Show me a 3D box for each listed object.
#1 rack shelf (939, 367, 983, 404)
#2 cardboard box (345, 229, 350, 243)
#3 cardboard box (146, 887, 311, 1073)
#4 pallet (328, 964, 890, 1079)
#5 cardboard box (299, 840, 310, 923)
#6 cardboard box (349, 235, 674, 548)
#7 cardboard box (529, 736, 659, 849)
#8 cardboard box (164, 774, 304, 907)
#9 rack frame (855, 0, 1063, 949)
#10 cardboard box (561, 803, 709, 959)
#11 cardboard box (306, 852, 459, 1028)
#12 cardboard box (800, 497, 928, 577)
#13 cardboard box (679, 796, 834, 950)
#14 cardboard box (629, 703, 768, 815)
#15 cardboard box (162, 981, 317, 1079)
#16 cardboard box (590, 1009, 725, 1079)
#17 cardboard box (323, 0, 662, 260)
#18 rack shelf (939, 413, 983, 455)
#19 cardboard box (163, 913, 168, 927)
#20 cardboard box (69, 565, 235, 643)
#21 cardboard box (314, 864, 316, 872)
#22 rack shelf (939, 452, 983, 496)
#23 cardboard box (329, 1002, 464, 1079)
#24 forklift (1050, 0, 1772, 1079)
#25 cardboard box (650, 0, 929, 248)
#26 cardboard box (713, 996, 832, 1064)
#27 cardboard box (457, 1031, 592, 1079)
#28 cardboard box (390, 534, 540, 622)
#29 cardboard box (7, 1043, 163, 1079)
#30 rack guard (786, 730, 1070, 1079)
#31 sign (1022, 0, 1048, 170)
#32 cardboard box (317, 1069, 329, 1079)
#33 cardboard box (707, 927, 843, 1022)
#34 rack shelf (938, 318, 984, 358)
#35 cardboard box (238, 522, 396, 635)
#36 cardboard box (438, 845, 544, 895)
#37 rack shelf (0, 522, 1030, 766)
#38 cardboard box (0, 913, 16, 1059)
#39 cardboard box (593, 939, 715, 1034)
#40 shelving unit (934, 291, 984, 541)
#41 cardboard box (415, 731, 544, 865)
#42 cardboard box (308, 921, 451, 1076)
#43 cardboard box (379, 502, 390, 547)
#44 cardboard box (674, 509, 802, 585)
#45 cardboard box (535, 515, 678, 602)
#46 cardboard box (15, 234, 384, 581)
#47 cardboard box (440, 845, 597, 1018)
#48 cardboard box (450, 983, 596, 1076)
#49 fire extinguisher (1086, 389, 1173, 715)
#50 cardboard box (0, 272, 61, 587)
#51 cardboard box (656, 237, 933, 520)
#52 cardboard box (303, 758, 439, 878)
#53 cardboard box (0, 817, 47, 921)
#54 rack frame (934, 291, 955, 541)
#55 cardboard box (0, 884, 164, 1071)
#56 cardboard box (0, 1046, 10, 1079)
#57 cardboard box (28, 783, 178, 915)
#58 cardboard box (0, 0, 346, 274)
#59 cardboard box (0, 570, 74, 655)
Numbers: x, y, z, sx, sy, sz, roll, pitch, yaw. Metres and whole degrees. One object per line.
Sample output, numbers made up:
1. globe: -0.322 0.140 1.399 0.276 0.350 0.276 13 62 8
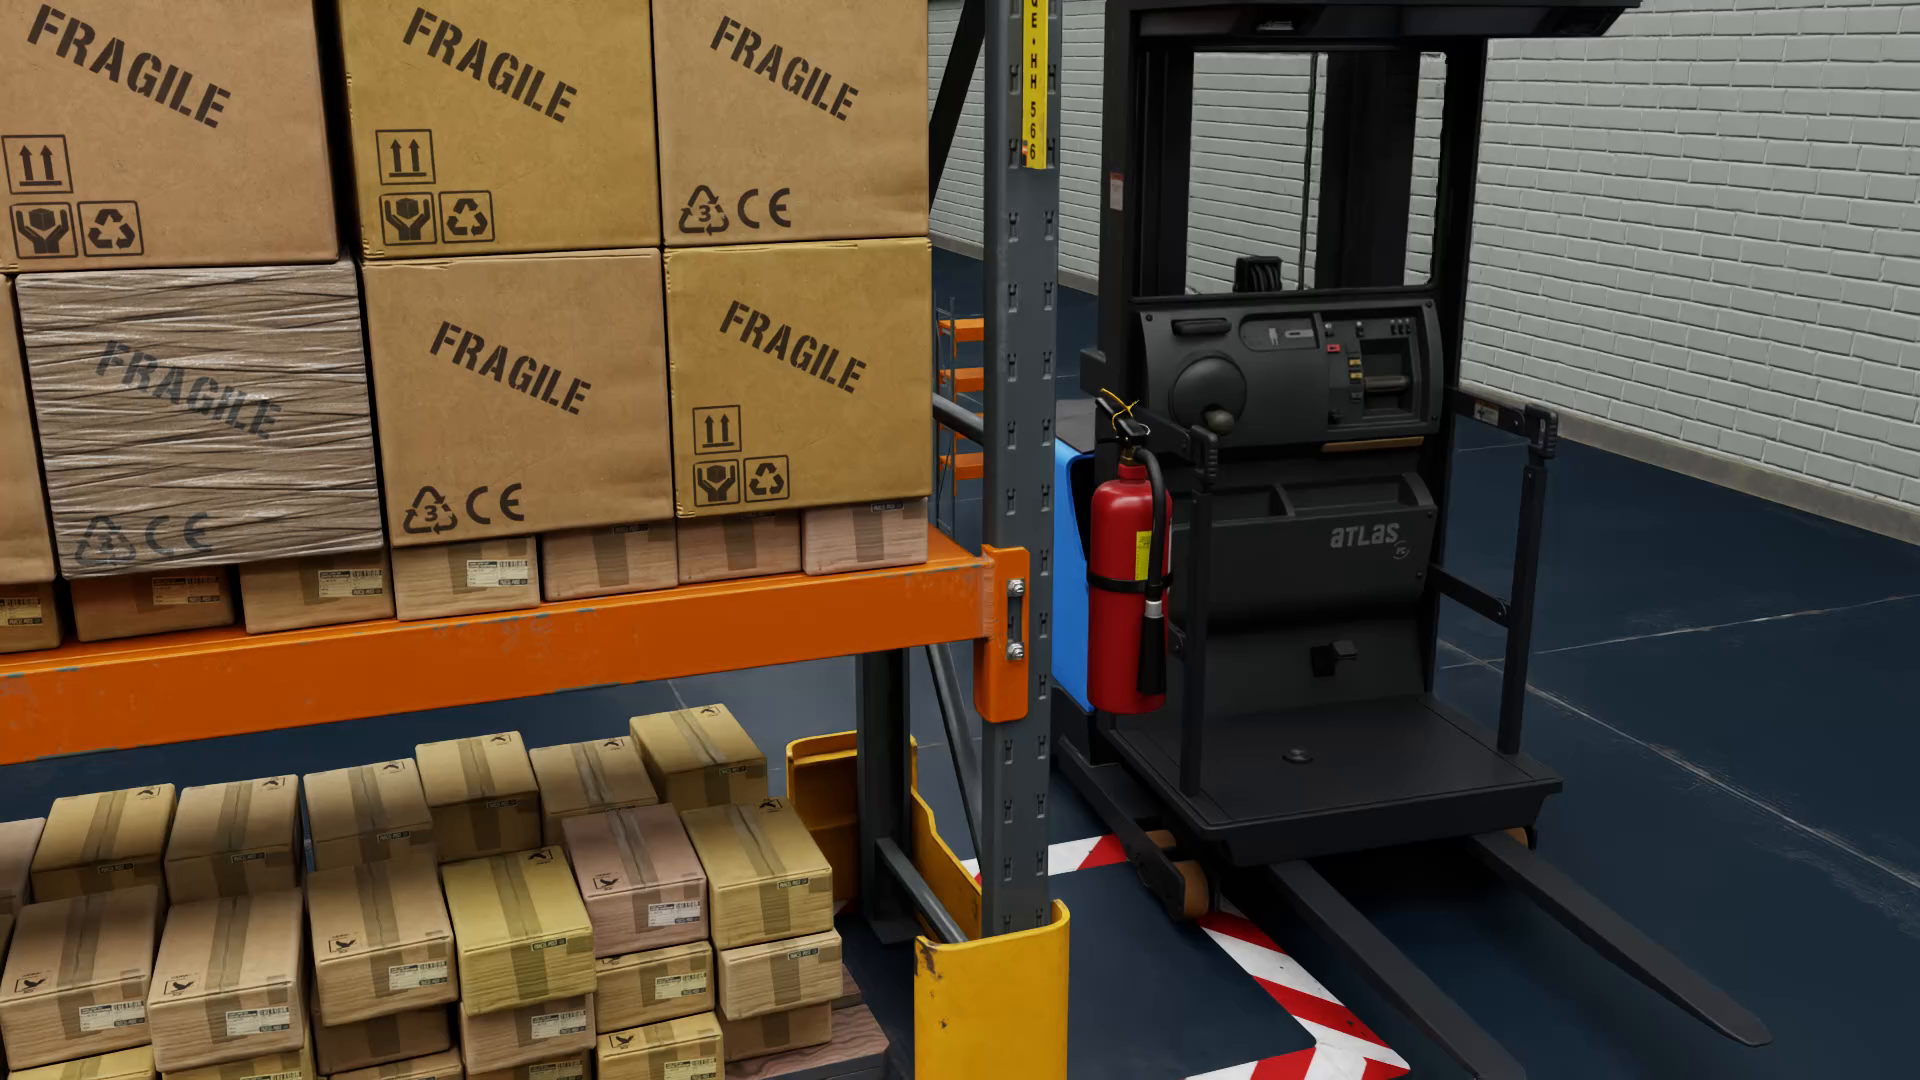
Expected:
1. rack shelf: 0.155 -0.742 7.942 0.480 0.148 0.258 -6 17 -20
2. cardboard box: -1.052 -0.445 3.585 0.500 0.500 0.500 -6 17 -20
3. cardboard box: -1.393 0.834 3.192 0.250 0.149 0.380 -5 17 -18
4. pallet: -0.885 1.131 3.874 1.213 0.211 1.003 -6 17 -20
5. cardboard box: -1.589 0.831 3.731 0.250 0.149 0.380 -7 18 -23
6. cardboard box: -0.853 -0.315 3.141 0.500 0.500 0.500 -6 18 -21
7. cardboard box: -0.868 0.616 3.935 0.250 0.149 0.380 -6 17 -19
8. cardboard box: -1.613 0.680 3.717 0.250 0.149 0.380 -5 17 -18
9. rack frame: -0.043 -0.288 3.754 0.127 3.000 1.000 -6 17 -20
10. cardboard box: -0.702 0.724 3.569 0.250 0.149 0.380 -6 17 -19
11. cardboard box: -1.162 0.792 3.334 0.250 0.149 0.380 -7 18 -22
12. cardboard box: -0.246 -0.060 3.424 0.250 0.149 0.380 -6 17 -20
13. cardboard box: -0.446 0.713 3.604 0.250 0.149 0.380 -6 17 -19
14. cardboard box: -0.654 0.557 4.137 0.250 0.149 0.380 -7 18 -23
15. cardboard box: -1.397 0.973 3.249 0.250 0.149 0.380 -6 17 -19
16. cardboard box: -0.664 1.039 3.550 0.250 0.149 0.380 -6 17 -18
17. cardboard box: -0.854 -0.795 3.003 0.500 0.500 0.500 -7 18 -22
18. rack shelf: 0.155 -0.528 8.005 0.480 0.148 0.258 -6 17 -20
19. cardboard box: -1.827 0.869 3.601 0.250 0.149 0.380 -5 17 -17
20. cardboard box: -1.480 0.047 3.061 0.250 0.149 0.380 -7 18 -22
21. cardboard box: -1.375 0.779 3.907 0.250 0.149 0.380 -6 17 -18
22. rack shelf: 0.155 -0.337 8.061 0.480 0.148 0.258 -6 17 -20
23. cardboard box: -1.167 1.072 3.440 0.250 0.149 0.380 -6 17 -20
24. forklift: 1.017 -0.488 4.559 1.130 2.935 3.031 -5 17 -16
25. cardboard box: -0.381 -0.847 3.177 0.500 0.500 0.500 -7 18 -21
26. cardboard box: -0.460 0.987 3.729 0.250 0.149 0.380 -6 17 -19
27. cardboard box: -0.941 1.043 3.537 0.250 0.149 0.380 -6 17 -20
28. cardboard box: -0.950 0.016 3.165 0.250 0.149 0.380 -6 17 -19
29. cardboard box: -1.643 0.994 3.177 0.250 0.149 0.380 -5 17 -17
30. rack guard: -0.114 0.919 4.080 0.348 0.500 1.175 -6 17 -20
31. sign: 0.137 -0.847 3.042 0.005 0.325 0.100 -6 17 -20
32. cardboard box: -1.383 1.114 3.296 0.250 0.149 0.380 -7 18 -23
33. cardboard box: -0.433 0.864 3.618 0.250 0.149 0.380 -7 18 -22
34. rack shelf: 0.155 -0.969 7.875 0.480 0.148 0.258 -6 17 -20
35. cardboard box: -1.207 0.035 3.100 0.250 0.149 0.380 -7 18 -23
36. cardboard box: -1.097 0.782 3.898 0.250 0.149 0.380 -6 17 -19
37. rack shelf: -1.910 0.259 3.169 4.000 0.370 1.077 -6 17 -20
38. cardboard box: -1.914 0.865 3.086 0.250 0.149 0.380 -6 17 -20
39. cardboard box: -0.697 0.876 3.576 0.250 0.149 0.380 -7 18 -21
40. shelving unit: 0.155 -0.592 7.986 0.503 1.200 0.258 -6 17 -20
41. cardboard box: -1.149 0.608 3.963 0.250 0.149 0.380 -6 17 -20
42. cardboard box: -1.206 0.917 3.438 0.250 0.149 0.380 -6 18 -21
43. cardboard box: -1.149 -0.109 3.591 0.250 0.149 0.380 -5 17 -17
44. cardboard box: -0.492 -0.045 3.373 0.250 0.149 0.380 -6 17 -20
45. cardboard box: -0.720 -0.015 3.273 0.250 0.149 0.380 -6 18 -21
46. cardboard box: -1.323 -0.261 2.958 0.500 0.500 0.500 -6 17 -20
47. cardboard box: -0.898 0.783 3.367 0.250 0.149 0.380 -7 18 -21
48. cardboard box: -0.918 0.917 3.438 0.250 0.149 0.380 -7 18 -22
49. fire extinguisher: 0.358 0.024 3.491 0.183 0.674 0.296 -6 17 -20
50. cardboard box: -1.792 -0.214 2.796 0.500 0.500 0.500 -5 17 -17
51. cardboard box: -0.370 -0.365 3.313 0.500 0.500 0.500 -6 17 -19
52. cardboard box: -1.351 0.655 3.804 0.250 0.149 0.380 -7 18 -23
53. cardboard box: -2.076 0.745 3.496 0.250 0.149 0.380 -6 17 -20
54. rack frame: -0.073 -0.568 7.902 0.015 1.200 0.240 -6 17 -20
55. cardboard box: -1.679 0.832 3.201 0.250 0.149 0.380 -7 18 -22
56. cardboard box: -1.890 1.029 3.058 0.250 0.149 0.380 -6 17 -20
57. cardboard box: -1.875 0.695 3.668 0.250 0.149 0.380 -6 17 -19
58. cardboard box: -1.337 -0.741 2.817 0.500 0.500 0.500 -5 17 -17
59. cardboard box: -1.722 0.078 2.955 0.250 0.149 0.380 -6 17 -19
